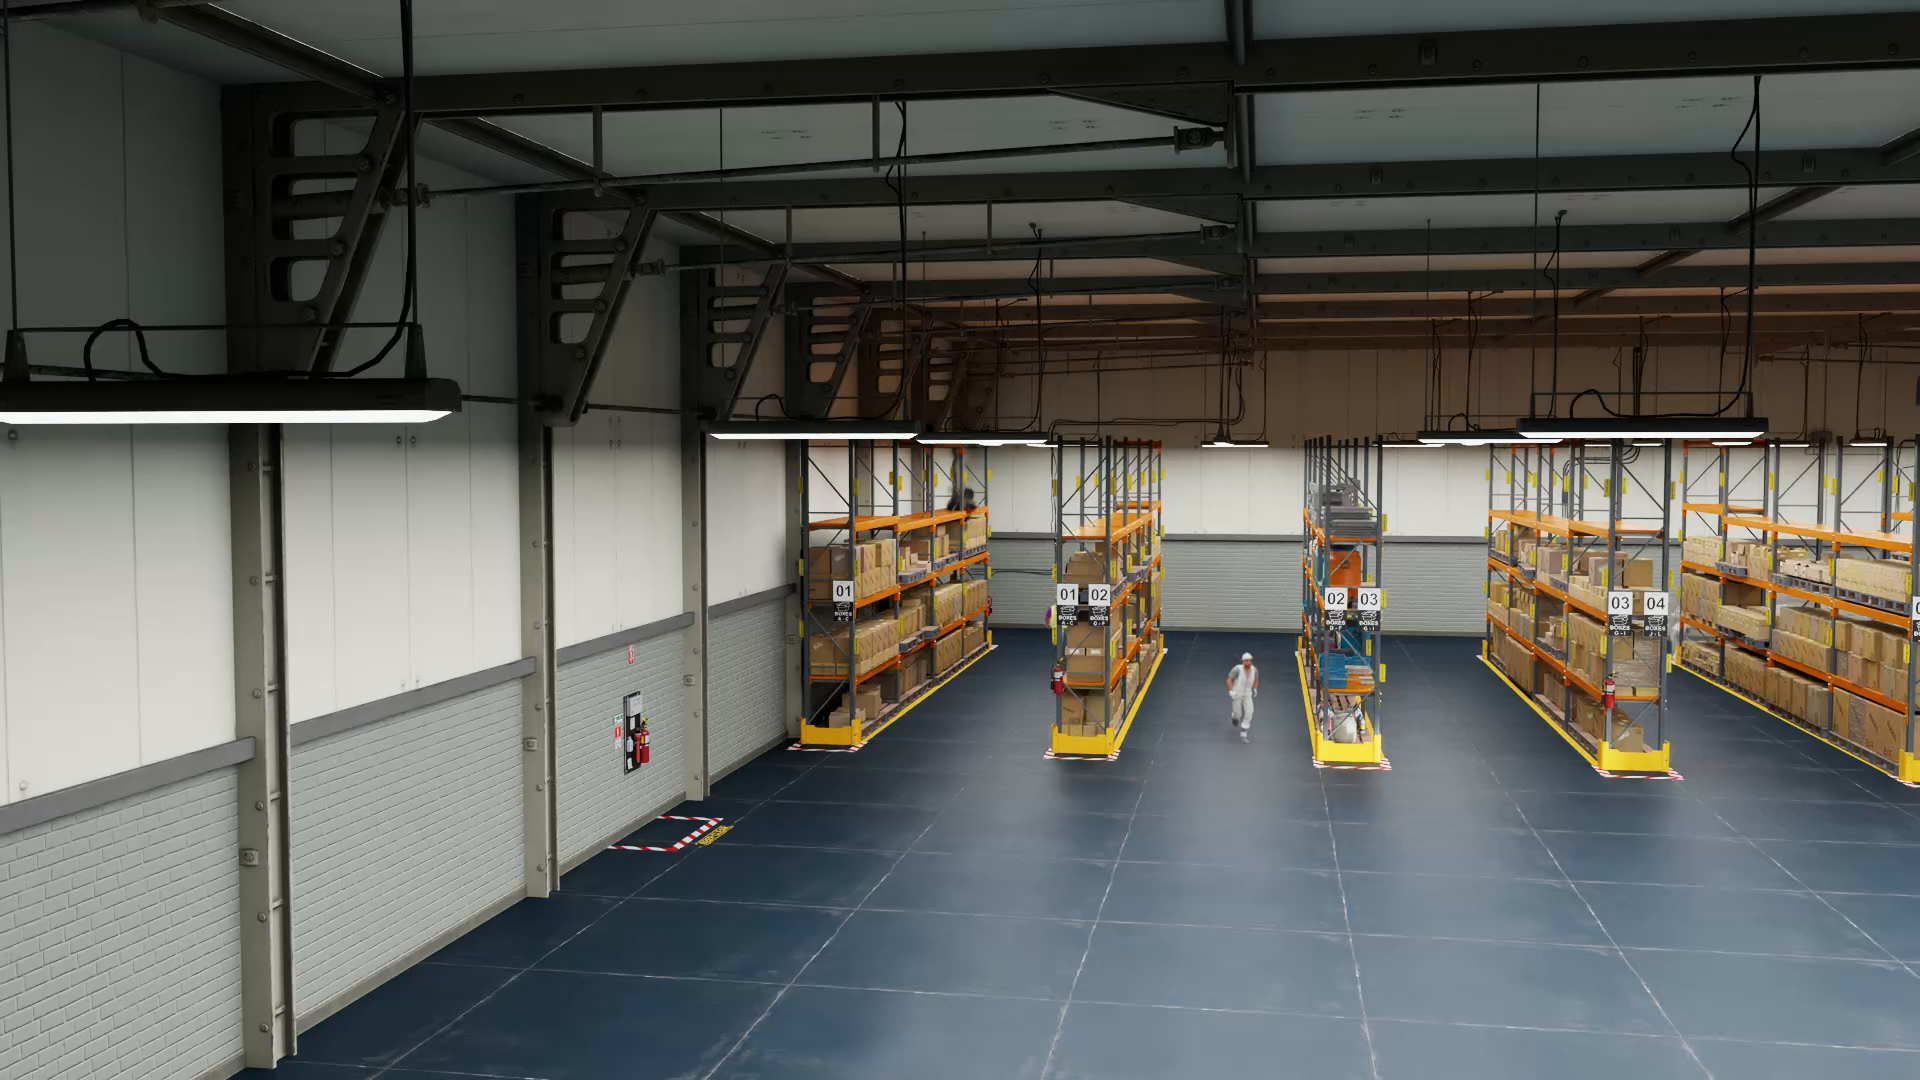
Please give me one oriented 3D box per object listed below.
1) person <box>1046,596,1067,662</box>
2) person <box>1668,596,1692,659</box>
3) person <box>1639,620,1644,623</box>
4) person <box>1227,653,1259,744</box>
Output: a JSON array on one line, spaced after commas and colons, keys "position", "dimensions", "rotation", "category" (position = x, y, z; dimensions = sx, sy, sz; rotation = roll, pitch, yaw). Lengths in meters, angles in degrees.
[{"position": [2.541, 2.271, 42.768], "dimensions": [0.713, 1.712, 0.919], "rotation": [1, 3, 13], "category": "person"}, {"position": [19.835, 2.385, 45.655], "dimensions": [0.885, 1.811, 0.732], "rotation": [0, 3, 8], "category": "person"}, {"position": [16.996, 2.635, 41.521], "dimensions": [0.607, 1.641, 0.941], "rotation": [0, 3, 8], "category": "person"}, {"position": [5.584, 3.091, 32.864], "dimensions": [0.662, 1.759, 0.895], "rotation": [0, 3, -8], "category": "person"}]
